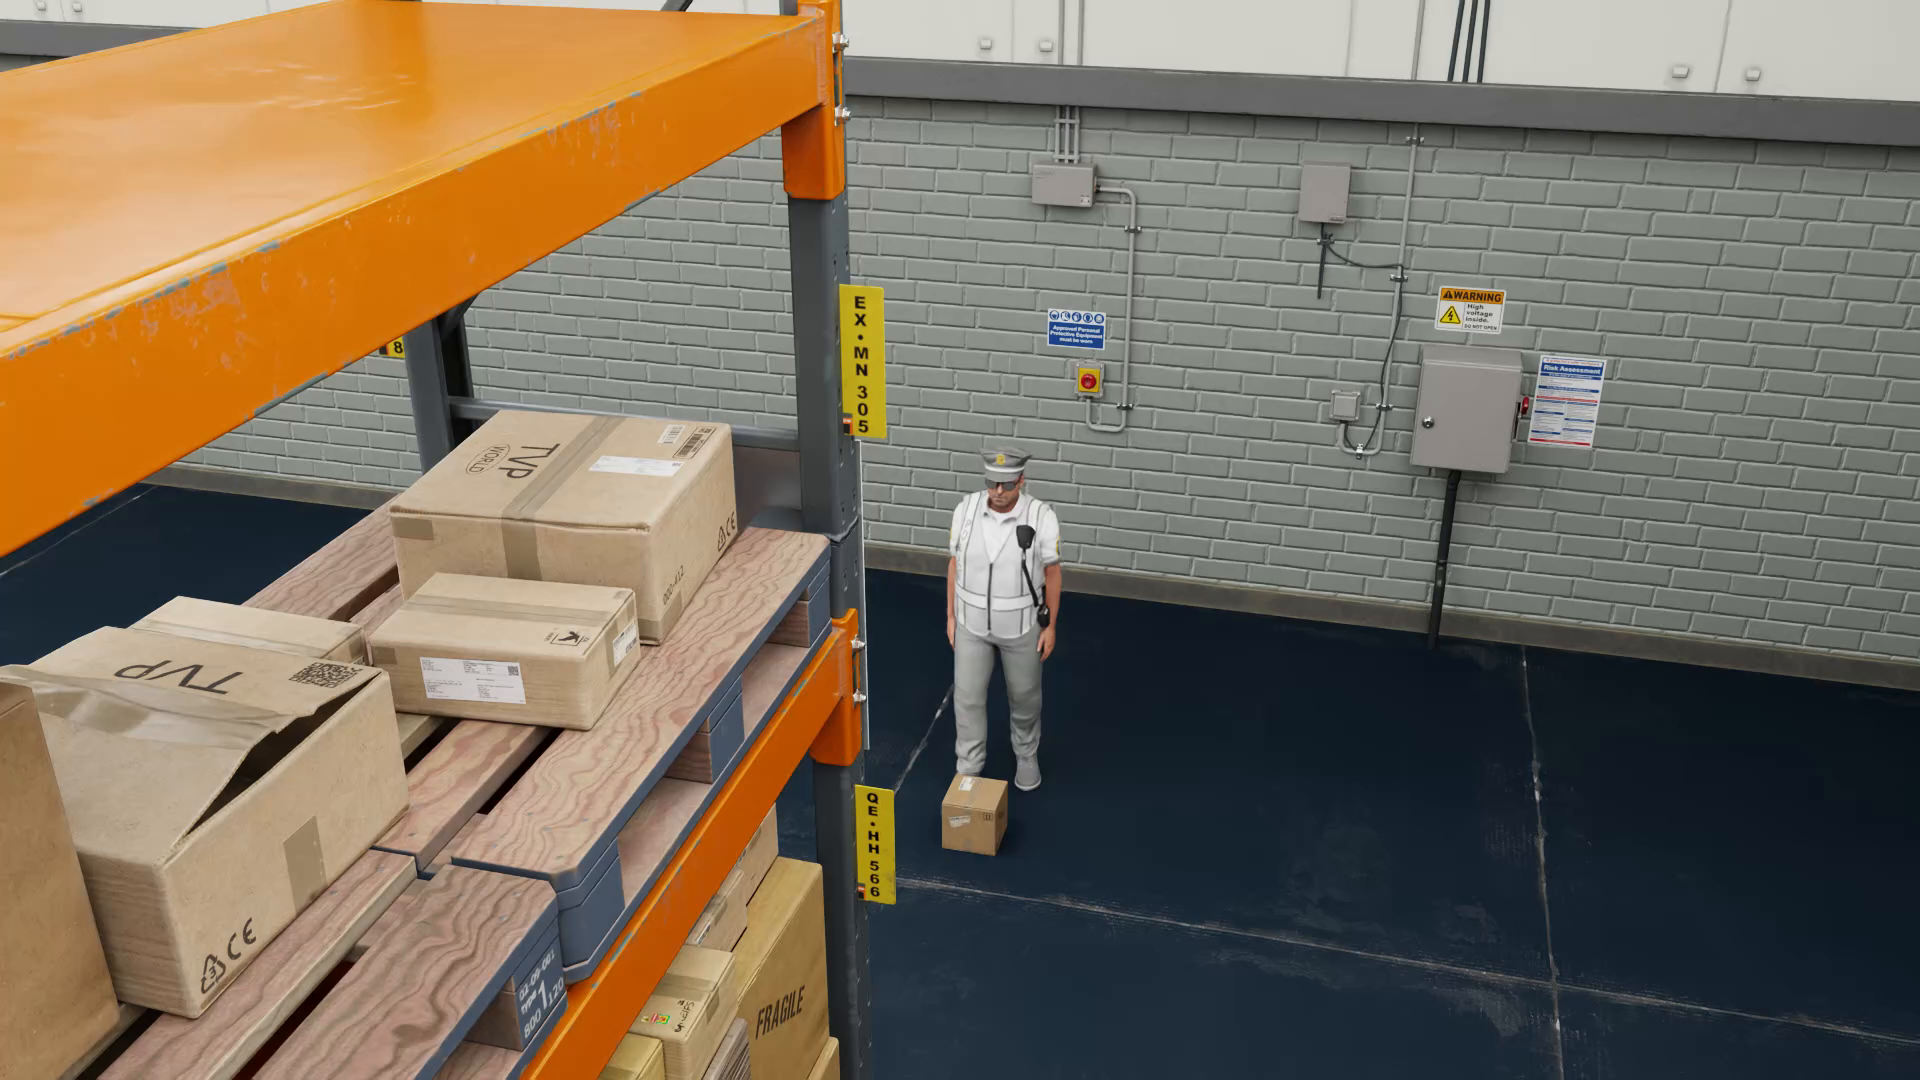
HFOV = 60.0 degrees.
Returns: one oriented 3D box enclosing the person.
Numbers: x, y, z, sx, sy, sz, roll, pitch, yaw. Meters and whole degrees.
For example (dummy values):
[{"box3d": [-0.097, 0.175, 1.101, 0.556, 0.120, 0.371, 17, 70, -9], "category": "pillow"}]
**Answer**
[{"box3d": [0.182, 0.400, 7.745, 0.540, 1.770, 0.560, 7, 26, 14], "category": "person"}]
